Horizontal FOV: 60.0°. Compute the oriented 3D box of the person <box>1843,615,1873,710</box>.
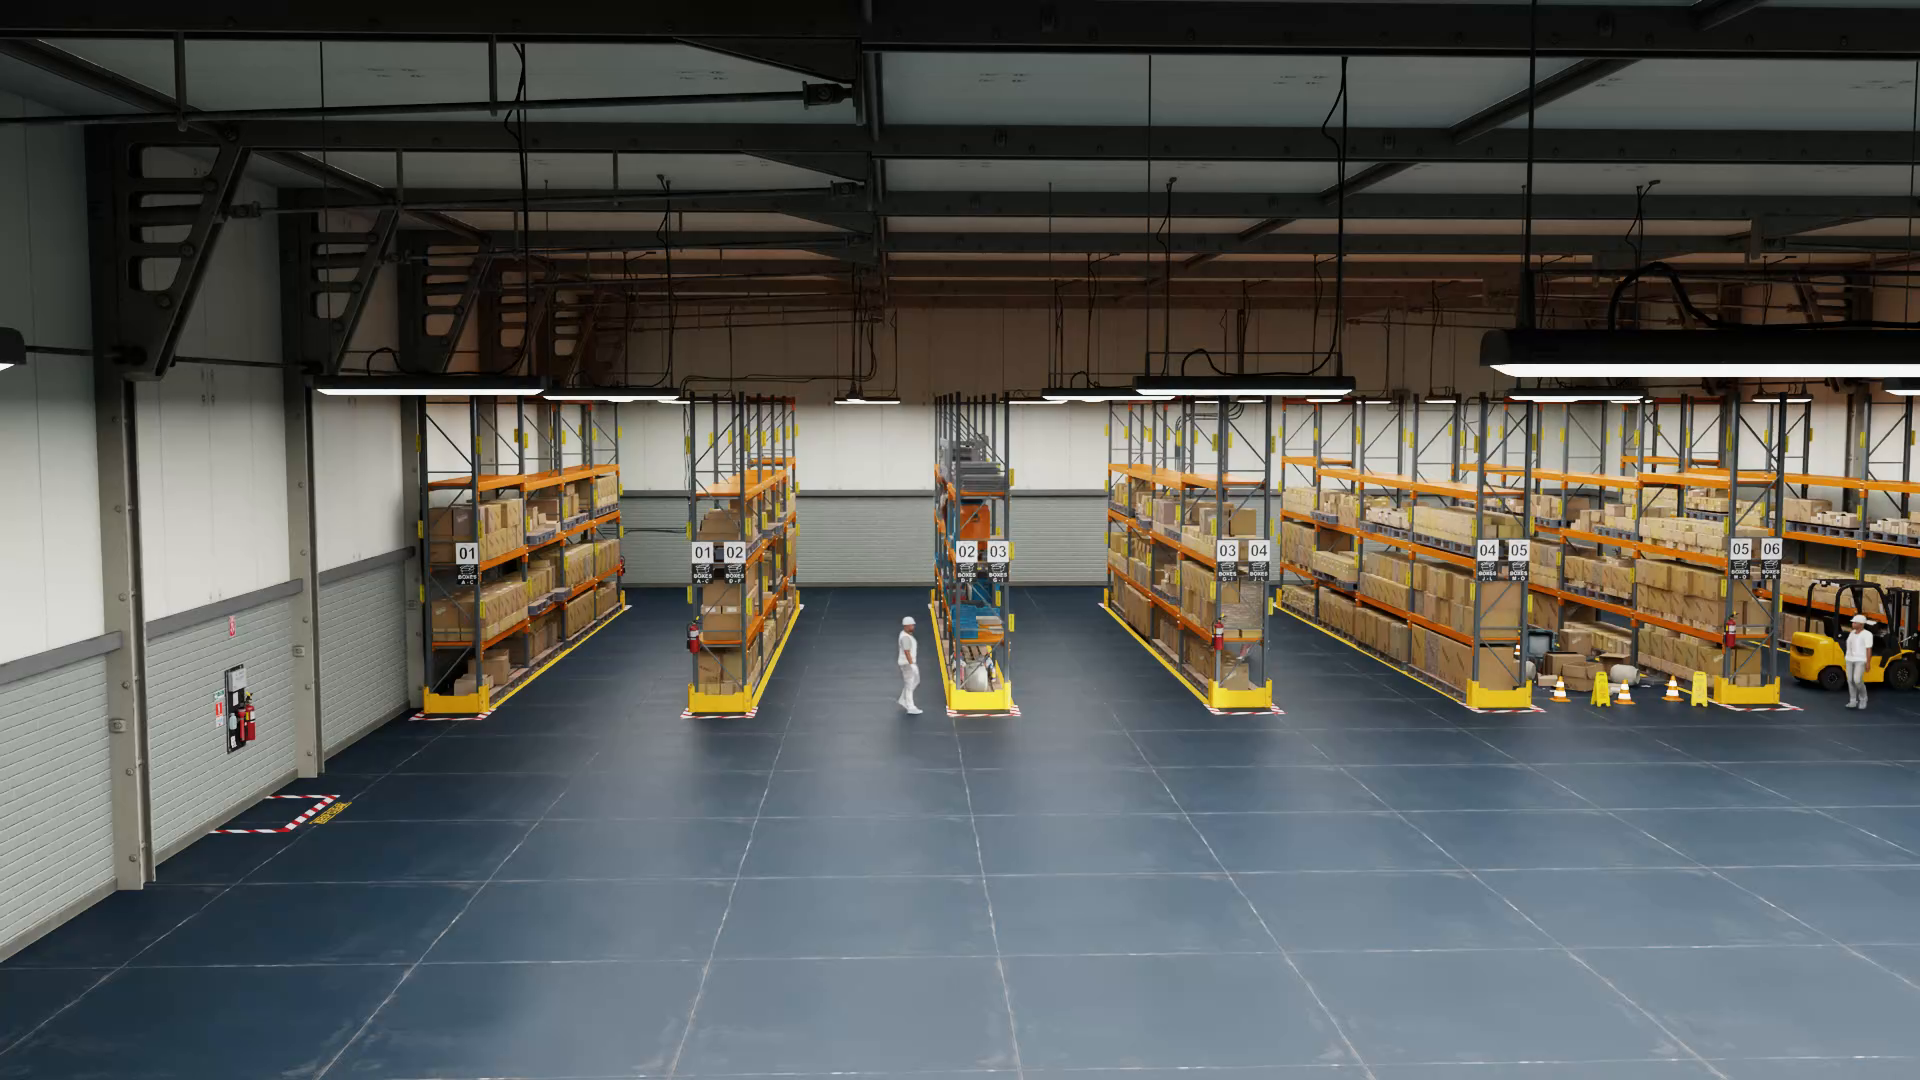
[{"bbox_3d":[16.988,2.314,31.489,0.467,1.787,0.569,-3,5,-30],"label":"person"}]

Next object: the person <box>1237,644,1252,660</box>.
[{"bbox_3d":[6.493,1.892,37.696,0.779,1.636,0.496,-4,6,-44],"label":"person"}]

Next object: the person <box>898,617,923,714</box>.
[{"bbox_3d":[-0.925,2.331,31.147,0.510,1.789,0.724,0,5,4],"label":"person"}]

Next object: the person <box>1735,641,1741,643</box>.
[{"bbox_3d":[17.021,1.975,36.381,0.437,1.696,0.523,4,6,41],"label":"person"}]
